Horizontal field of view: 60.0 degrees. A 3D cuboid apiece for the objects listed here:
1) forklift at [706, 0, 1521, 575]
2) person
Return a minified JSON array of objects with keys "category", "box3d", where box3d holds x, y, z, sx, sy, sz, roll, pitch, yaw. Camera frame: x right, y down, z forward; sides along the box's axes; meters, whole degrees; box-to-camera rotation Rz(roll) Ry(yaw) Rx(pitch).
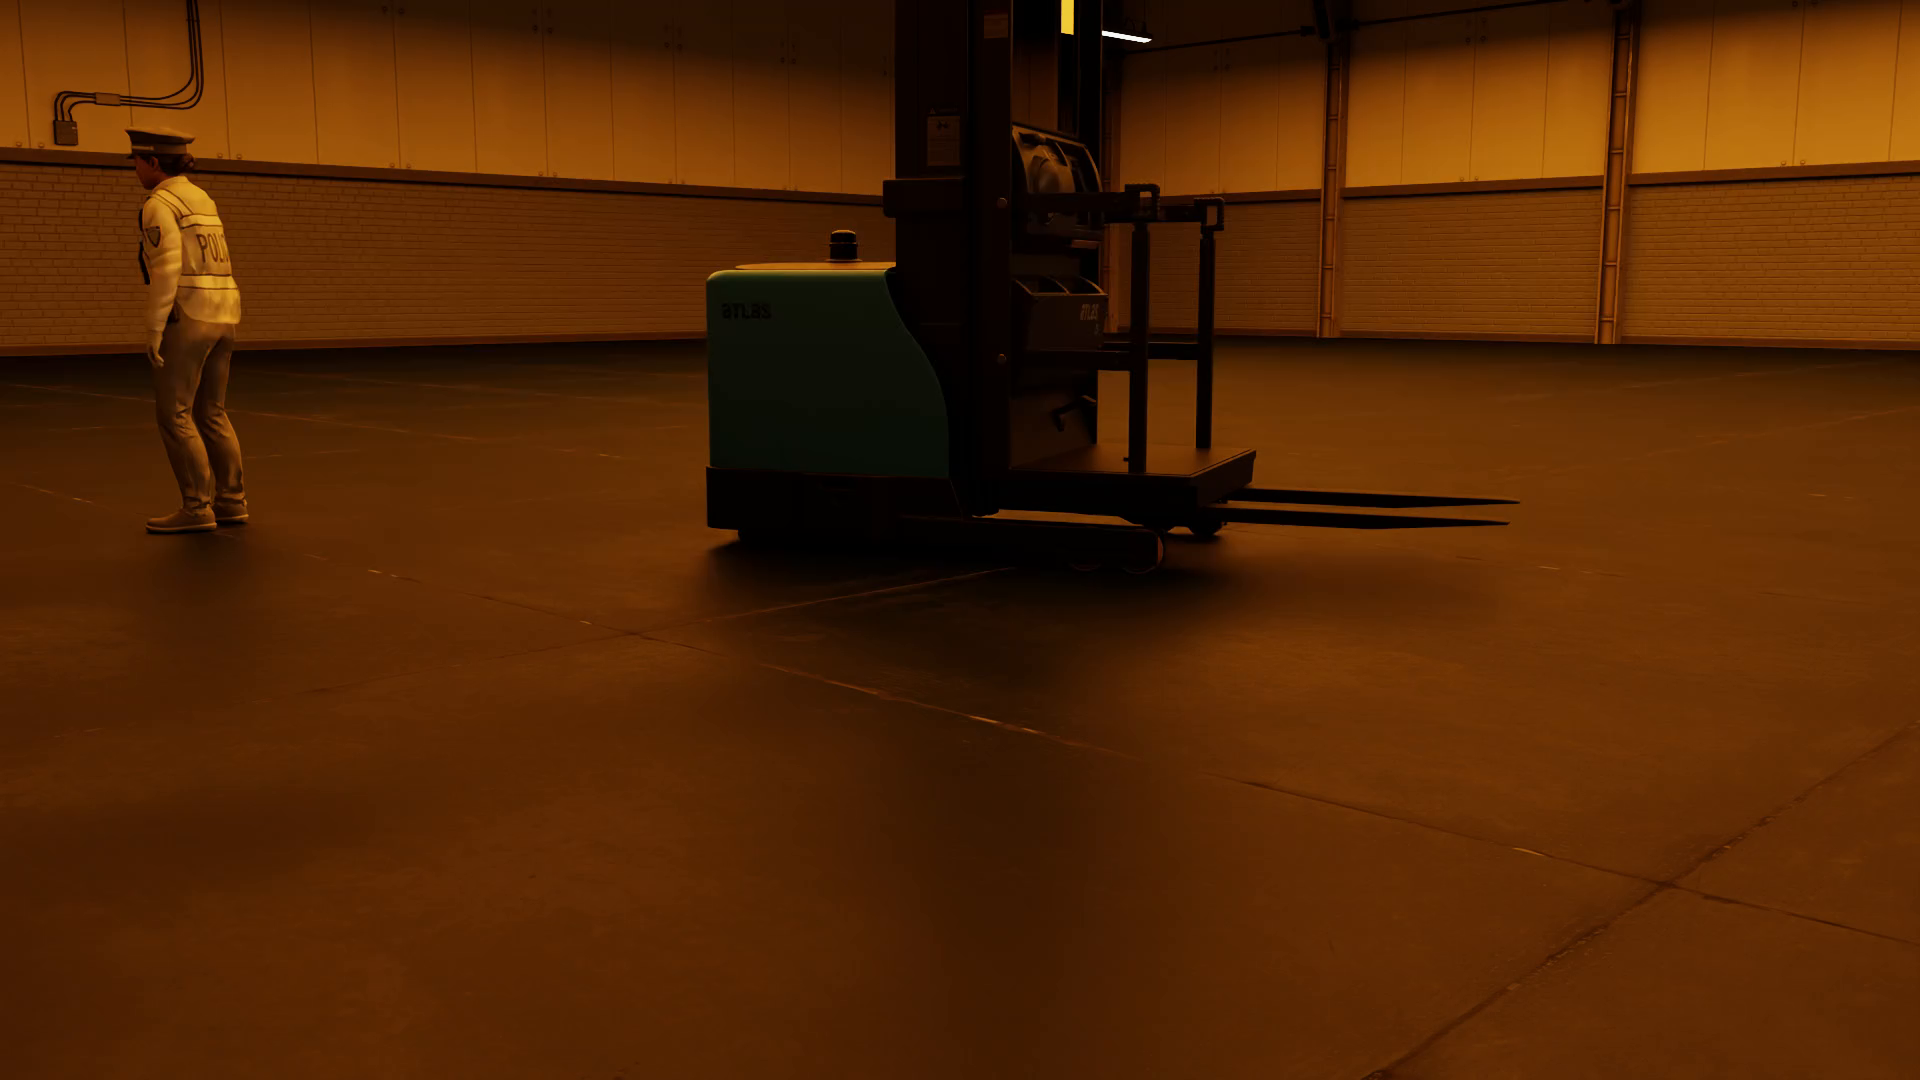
[{"category":"forklift","box3d":[0.565,-1.416,6.275,3.031,2.935,1.130,3,9,22]},{"category":"person","box3d":[-3.216,-0.873,6.929,0.375,1.664,0.547,1,9,4]}]
